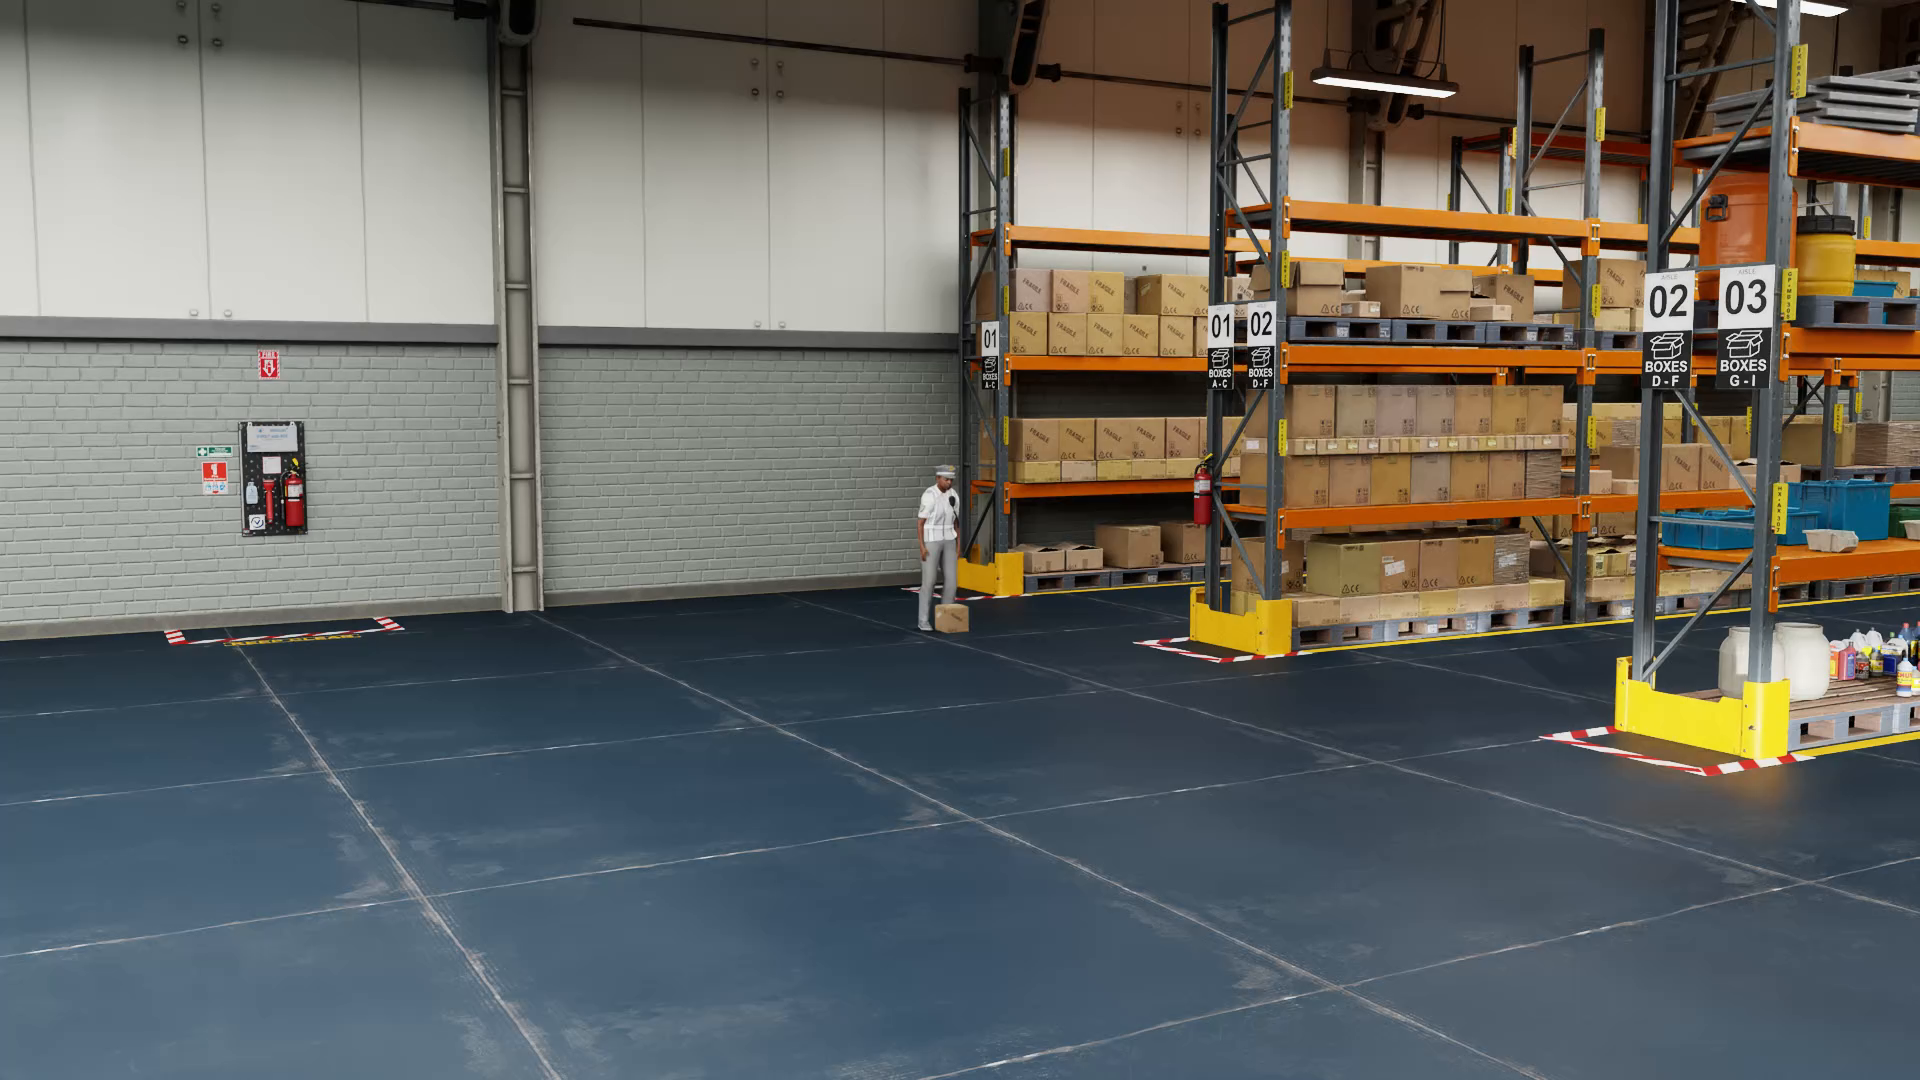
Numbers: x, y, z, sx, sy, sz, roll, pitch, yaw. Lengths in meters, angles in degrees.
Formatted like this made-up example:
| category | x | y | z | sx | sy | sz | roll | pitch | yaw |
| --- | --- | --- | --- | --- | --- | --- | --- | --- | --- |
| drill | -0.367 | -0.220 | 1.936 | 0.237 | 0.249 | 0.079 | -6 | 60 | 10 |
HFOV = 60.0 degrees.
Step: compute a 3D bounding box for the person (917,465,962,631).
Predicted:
| category | x | y | z | sx | sy | sz | roll | pitch | yaw |
| --- | --- | --- | --- | --- | --- | --- | --- | --- | --- |
| person | -0.208 | 0.073 | 16.768 | 0.512 | 1.645 | 0.395 | -3 | 6 | -31 |
